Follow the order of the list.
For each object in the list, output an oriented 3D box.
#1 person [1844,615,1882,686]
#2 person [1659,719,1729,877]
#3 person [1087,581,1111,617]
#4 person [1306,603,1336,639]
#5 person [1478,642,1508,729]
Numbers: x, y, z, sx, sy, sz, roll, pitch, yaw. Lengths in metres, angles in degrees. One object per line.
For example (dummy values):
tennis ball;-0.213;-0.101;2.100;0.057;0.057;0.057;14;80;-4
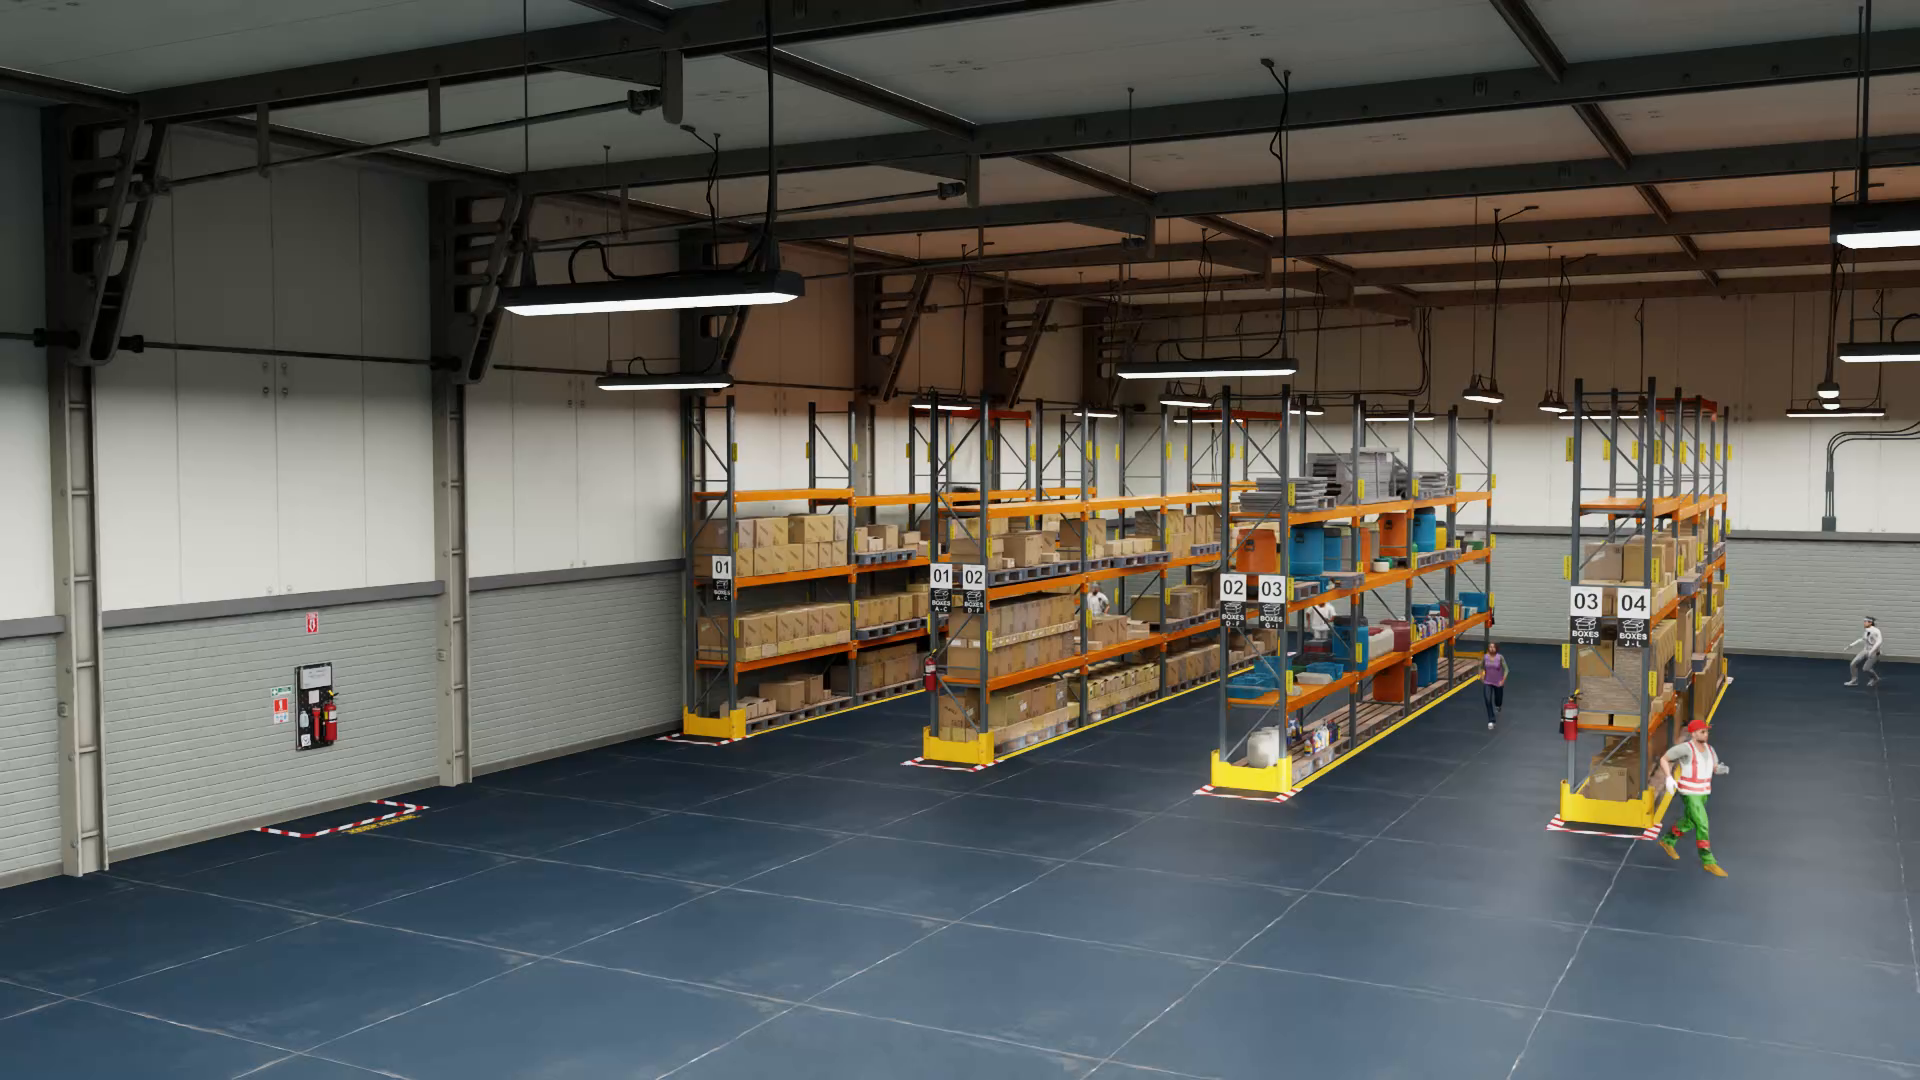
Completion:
person;19.291;2.366;35.389;0.542;1.542;0.784;-1;3;-10
person;8.761;3.025;19.867;0.660;1.790;0.984;-2;3;-29
person;3.165;1.840;38.824;0.669;1.773;0.686;1;3;17
person;8.379;2.084;38.599;0.698;1.774;0.853;1;3;14
person;9.757;2.643;30.450;0.539;1.561;0.770;1;3;21
